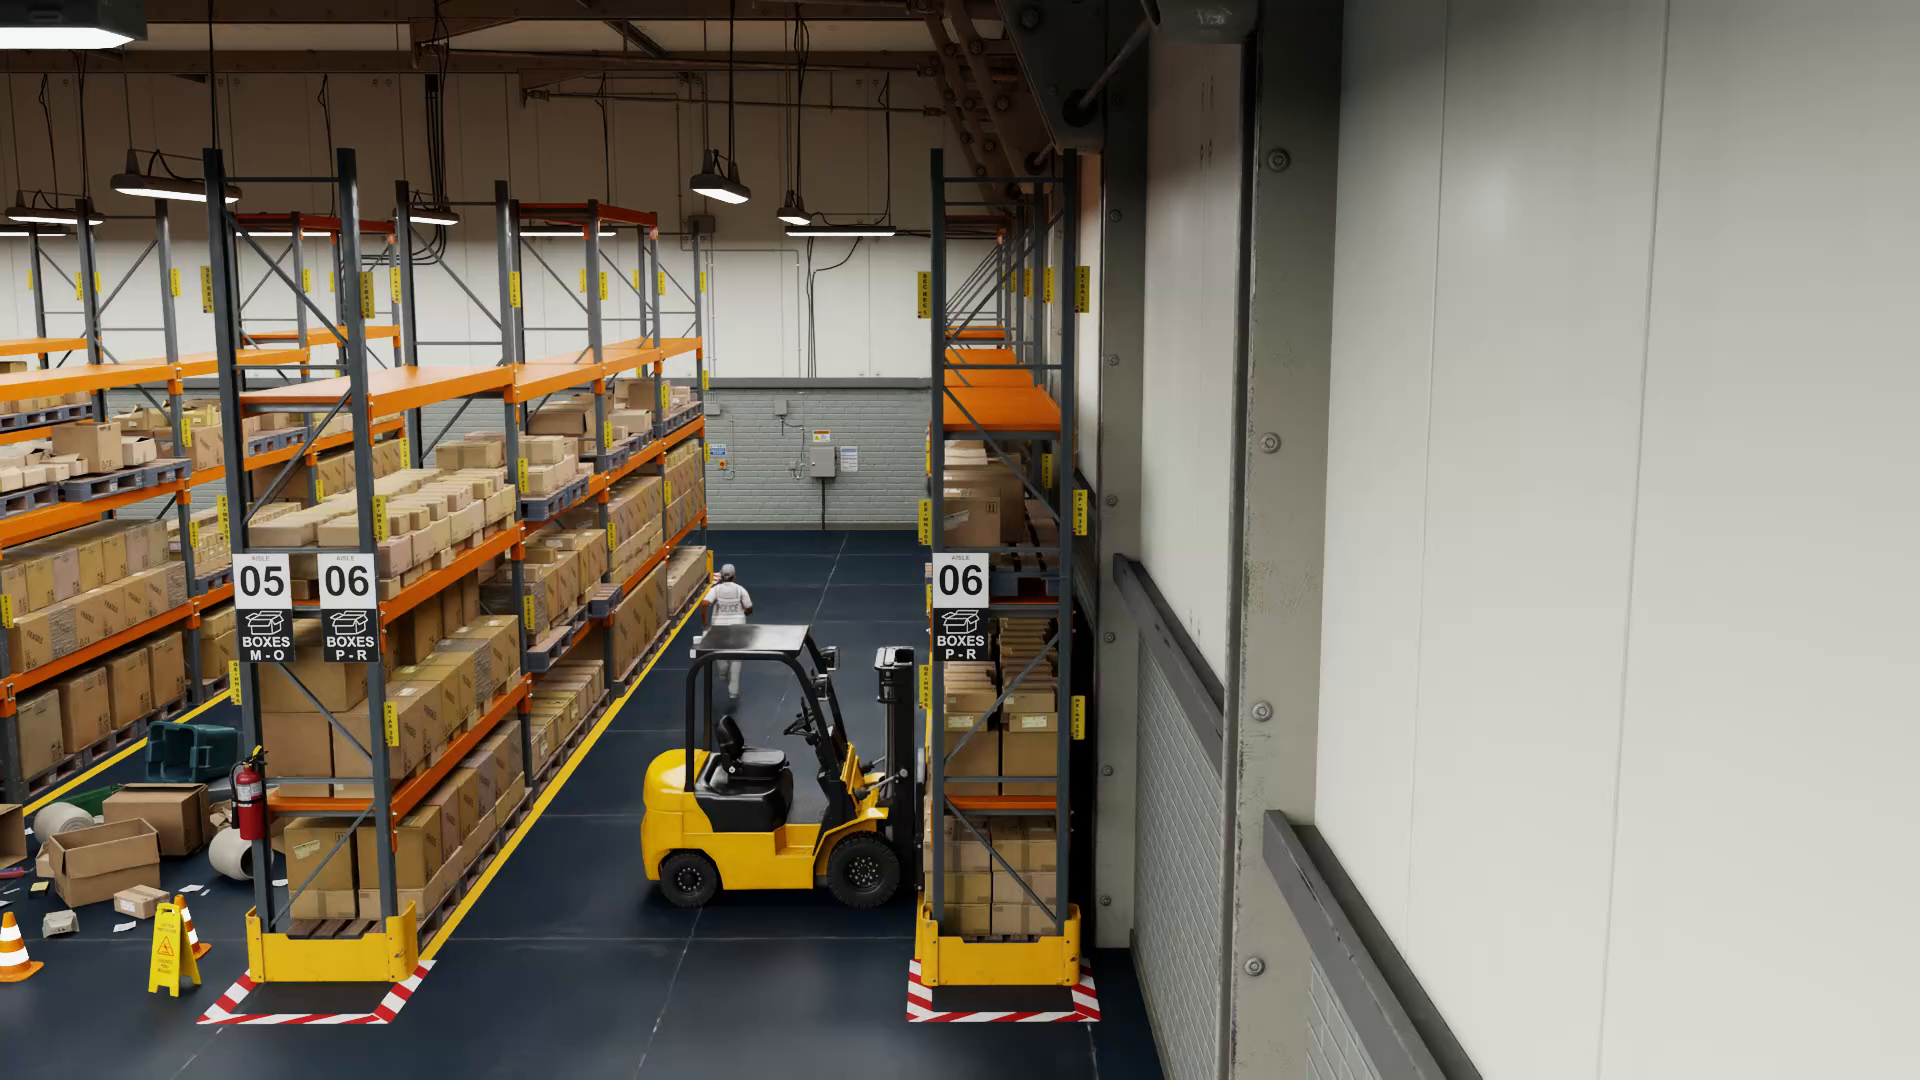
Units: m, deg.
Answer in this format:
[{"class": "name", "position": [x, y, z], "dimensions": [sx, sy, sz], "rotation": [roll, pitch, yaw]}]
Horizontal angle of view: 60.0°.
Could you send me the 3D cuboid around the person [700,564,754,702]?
[{"class": "person", "position": [-2.801, 1.107, 20.088], "dimensions": [0.617, 1.630, 0.828], "rotation": [0, 9, -2]}]
